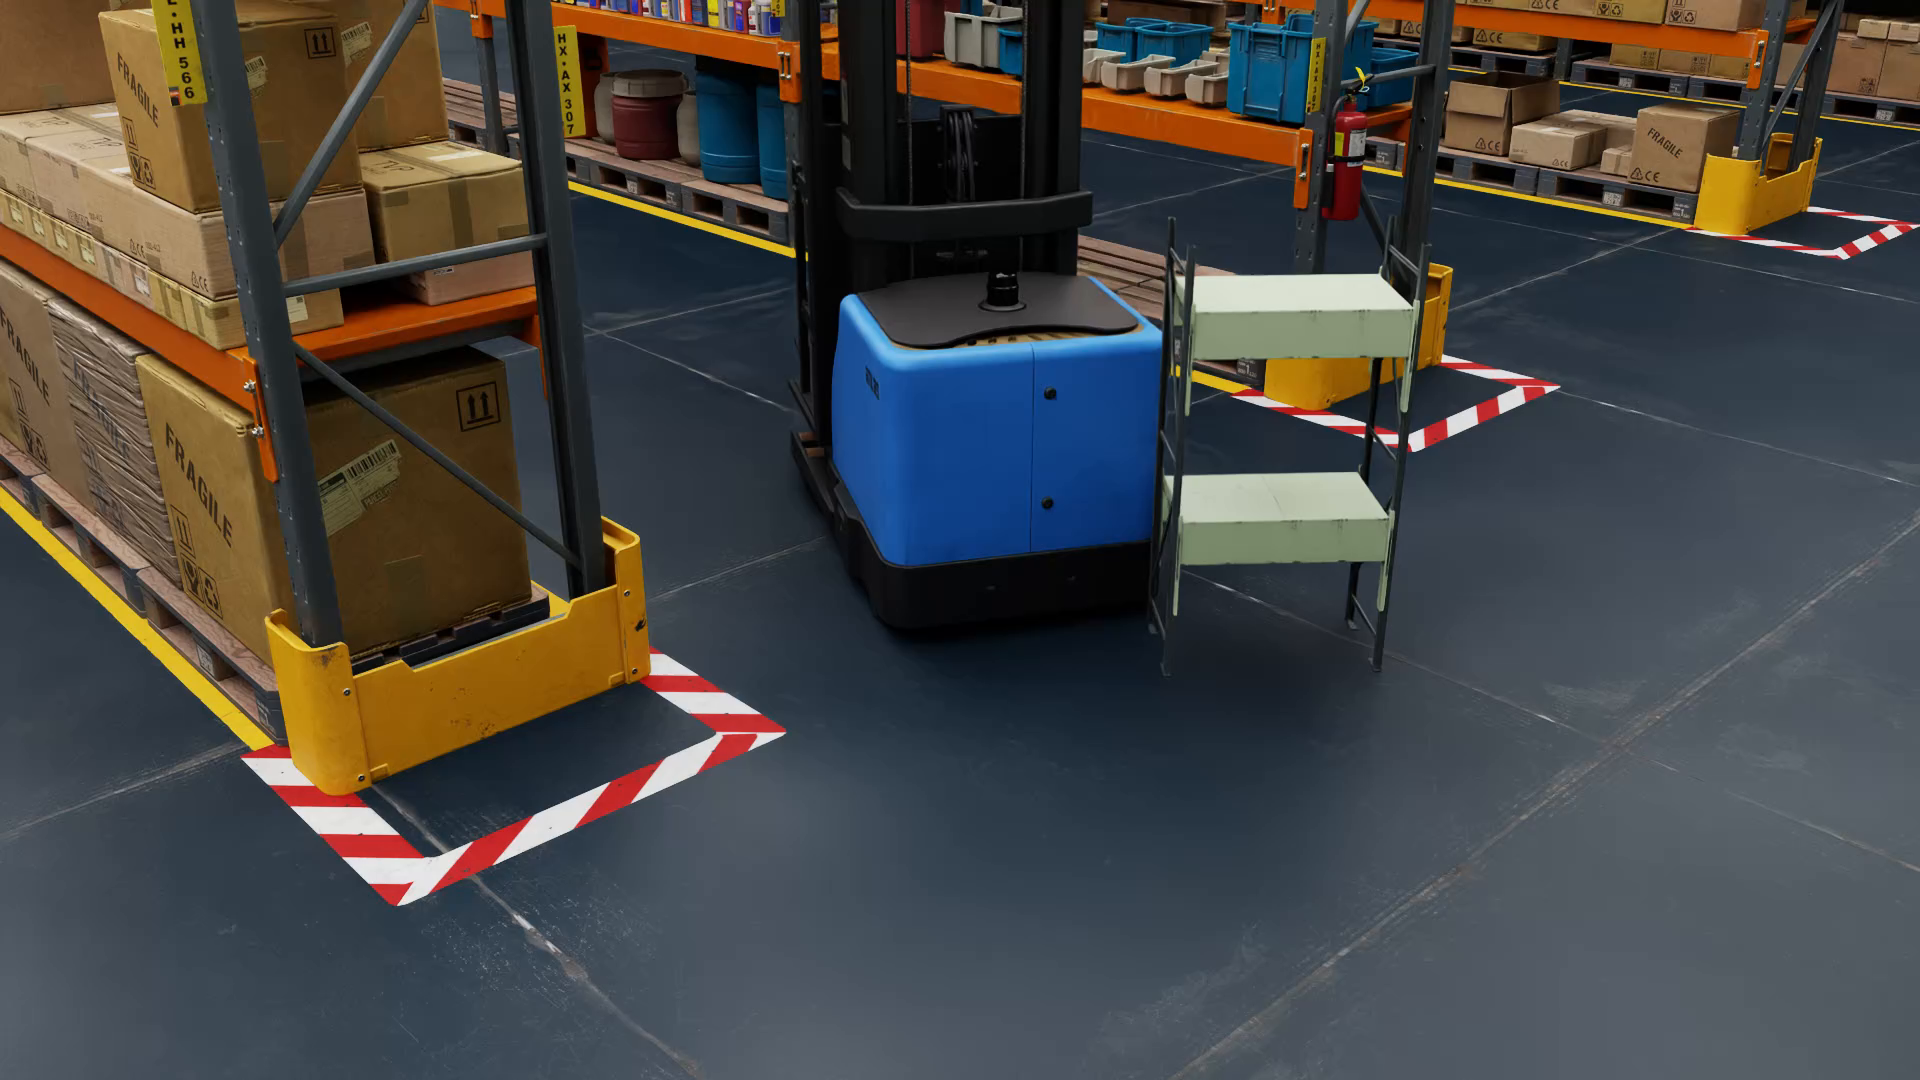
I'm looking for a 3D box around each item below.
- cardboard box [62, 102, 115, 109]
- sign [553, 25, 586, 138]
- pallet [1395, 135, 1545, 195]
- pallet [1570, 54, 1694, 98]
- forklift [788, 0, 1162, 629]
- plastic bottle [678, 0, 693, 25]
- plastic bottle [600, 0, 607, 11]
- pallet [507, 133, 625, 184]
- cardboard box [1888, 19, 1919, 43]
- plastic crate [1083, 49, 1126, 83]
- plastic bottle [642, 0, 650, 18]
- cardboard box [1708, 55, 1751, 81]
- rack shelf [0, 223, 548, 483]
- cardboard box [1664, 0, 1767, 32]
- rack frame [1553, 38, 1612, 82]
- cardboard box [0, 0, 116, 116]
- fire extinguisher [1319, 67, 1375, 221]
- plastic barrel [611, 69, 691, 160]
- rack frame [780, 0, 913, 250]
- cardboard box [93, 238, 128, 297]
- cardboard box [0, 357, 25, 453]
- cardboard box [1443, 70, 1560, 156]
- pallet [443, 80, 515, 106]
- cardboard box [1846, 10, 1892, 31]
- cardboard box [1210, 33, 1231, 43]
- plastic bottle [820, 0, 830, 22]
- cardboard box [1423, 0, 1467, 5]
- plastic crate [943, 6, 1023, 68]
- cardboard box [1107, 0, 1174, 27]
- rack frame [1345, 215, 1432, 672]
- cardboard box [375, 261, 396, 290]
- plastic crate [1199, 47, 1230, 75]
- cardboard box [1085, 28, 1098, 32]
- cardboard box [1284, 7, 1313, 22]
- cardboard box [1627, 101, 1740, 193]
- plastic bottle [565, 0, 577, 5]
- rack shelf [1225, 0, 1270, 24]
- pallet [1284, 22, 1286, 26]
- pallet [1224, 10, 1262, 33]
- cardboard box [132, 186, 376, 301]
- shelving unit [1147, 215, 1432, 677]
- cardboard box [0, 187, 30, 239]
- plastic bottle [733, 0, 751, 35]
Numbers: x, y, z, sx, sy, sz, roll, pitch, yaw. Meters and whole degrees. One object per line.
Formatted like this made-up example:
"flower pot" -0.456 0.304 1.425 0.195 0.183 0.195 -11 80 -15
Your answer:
"cardboard box" -3.511 -1.556 6.369 0.500 0.250 0.500 -20 31 -37
"sign" -1.192 -1.386 5.037 0.100 0.325 0.005 -21 32 -38
"pallet" 4.205 -2.975 13.017 1.003 0.211 1.213 -21 32 -38
"pallet" 6.974 -4.707 16.814 1.003 0.211 1.213 -21 32 -38
"forklift" -0.131 -1.607 6.741 1.130 2.935 3.031 -6 25 -13
"plastic bottle" -1.820 -3.653 11.292 0.152 0.276 0.135 -21 32 -38
"plastic bottle" -2.546 -3.956 11.962 0.097 0.271 0.097 0 25 0
"pallet" -2.885 -3.134 13.366 1.003 0.211 1.213 -21 32 -38
"cardboard box" 8.473 -4.536 14.804 0.380 0.149 0.250 -22 32 -39
"plastic crate" 0.713 -2.563 8.999 0.298 0.136 0.250 -21 32 -38
"plastic bottle" -2.170 -3.757 11.611 0.097 0.201 0.097 0 25 0
"cardboard box" 7.638 -4.717 15.982 0.700 0.500 0.500 -20 31 -37
"rack shelf" -2.969 -1.080 6.369 1.077 0.370 4.000 -21 32 -38
"cardboard box" 5.127 -3.714 11.157 0.500 0.500 0.500 -20 31 -37
"rack frame" 6.512 -6.228 16.789 1.000 3.000 0.127 -21 32 -38
"cardboard box" -3.505 -1.896 6.210 0.500 0.500 0.500 -22 33 -40
"fire extinguisher" 1.785 -1.827 7.682 0.296 0.674 0.183 -21 32 -38
"plastic barrel" -2.335 -3.238 12.634 0.600 0.588 0.708 -21 32 -38
"rack frame" -0.720 -3.418 10.628 1.000 3.000 0.127 -21 32 -38
"cardboard box" -2.606 -0.932 5.482 0.380 0.149 0.250 -21 32 -38
"cardboard box" -3.943 -1.015 7.414 0.875 0.875 0.875 -21 32 -38
"cardboard box" 4.186 -3.319 12.888 0.797 0.503 0.637 -21 32 -38
"pallet" -4.785 -3.976 15.212 1.003 0.211 1.213 -21 32 -38
"cardboard box" 8.408 -4.797 15.376 0.380 0.149 0.250 -21 32 -38
"cardboard box" 2.373 -4.259 14.953 0.500 0.500 0.500 -21 32 -38
"plastic bottle" -0.909 -3.691 11.382 0.097 0.271 0.097 0 25 0
"cardboard box" 3.740 -4.329 12.505 0.500 0.500 0.500 -21 32 -39
"plastic crate" 0.189 -2.876 9.512 0.437 0.282 0.530 -21 32 -38
"cardboard box" 1.719 -4.897 15.447 0.500 0.250 0.500 -22 32 -39
"rack frame" 1.434 -0.308 5.619 0.023 1.500 0.400 -1 25 -3
"cardboard box" -1.780 -0.965 5.554 0.380 0.149 0.250 -22 32 -39
"plastic crate" 1.463 -2.608 9.098 0.250 0.136 0.298 -21 32 -38
"cardboard box" 1.328 -4.411 15.286 0.500 0.500 0.500 22 33 40
"cardboard box" 4.184 -6.393 19.234 0.750 0.750 0.750 -22 32 -39
"cardboard box" 5.081 -2.768 11.685 0.500 0.500 0.500 -21 32 -38
"plastic bottle" -2.862 -4.090 12.243 0.061 0.283 0.133 -21 32 -38
"rack shelf" 1.531 -5.101 15.183 1.077 0.370 4.000 -21 32 -38
"pallet" 4.261 -5.911 19.453 1.003 0.211 1.213 -21 32 -38
"pallet" 3.245 -6.409 20.544 1.003 0.211 1.213 -21 32 -38
"cardboard box" -2.127 -0.940 5.018 0.500 0.250 0.500 -22 32 -39
"shelving unit" 1.069 -0.301 5.602 0.755 1.500 0.431 -1 25 -3
"cardboard box" -3.310 -1.243 6.163 0.380 0.149 0.250 -22 33 -40
"plastic bottle" -1.417 -3.450 10.838 0.061 0.283 0.133 -21 32 -38
